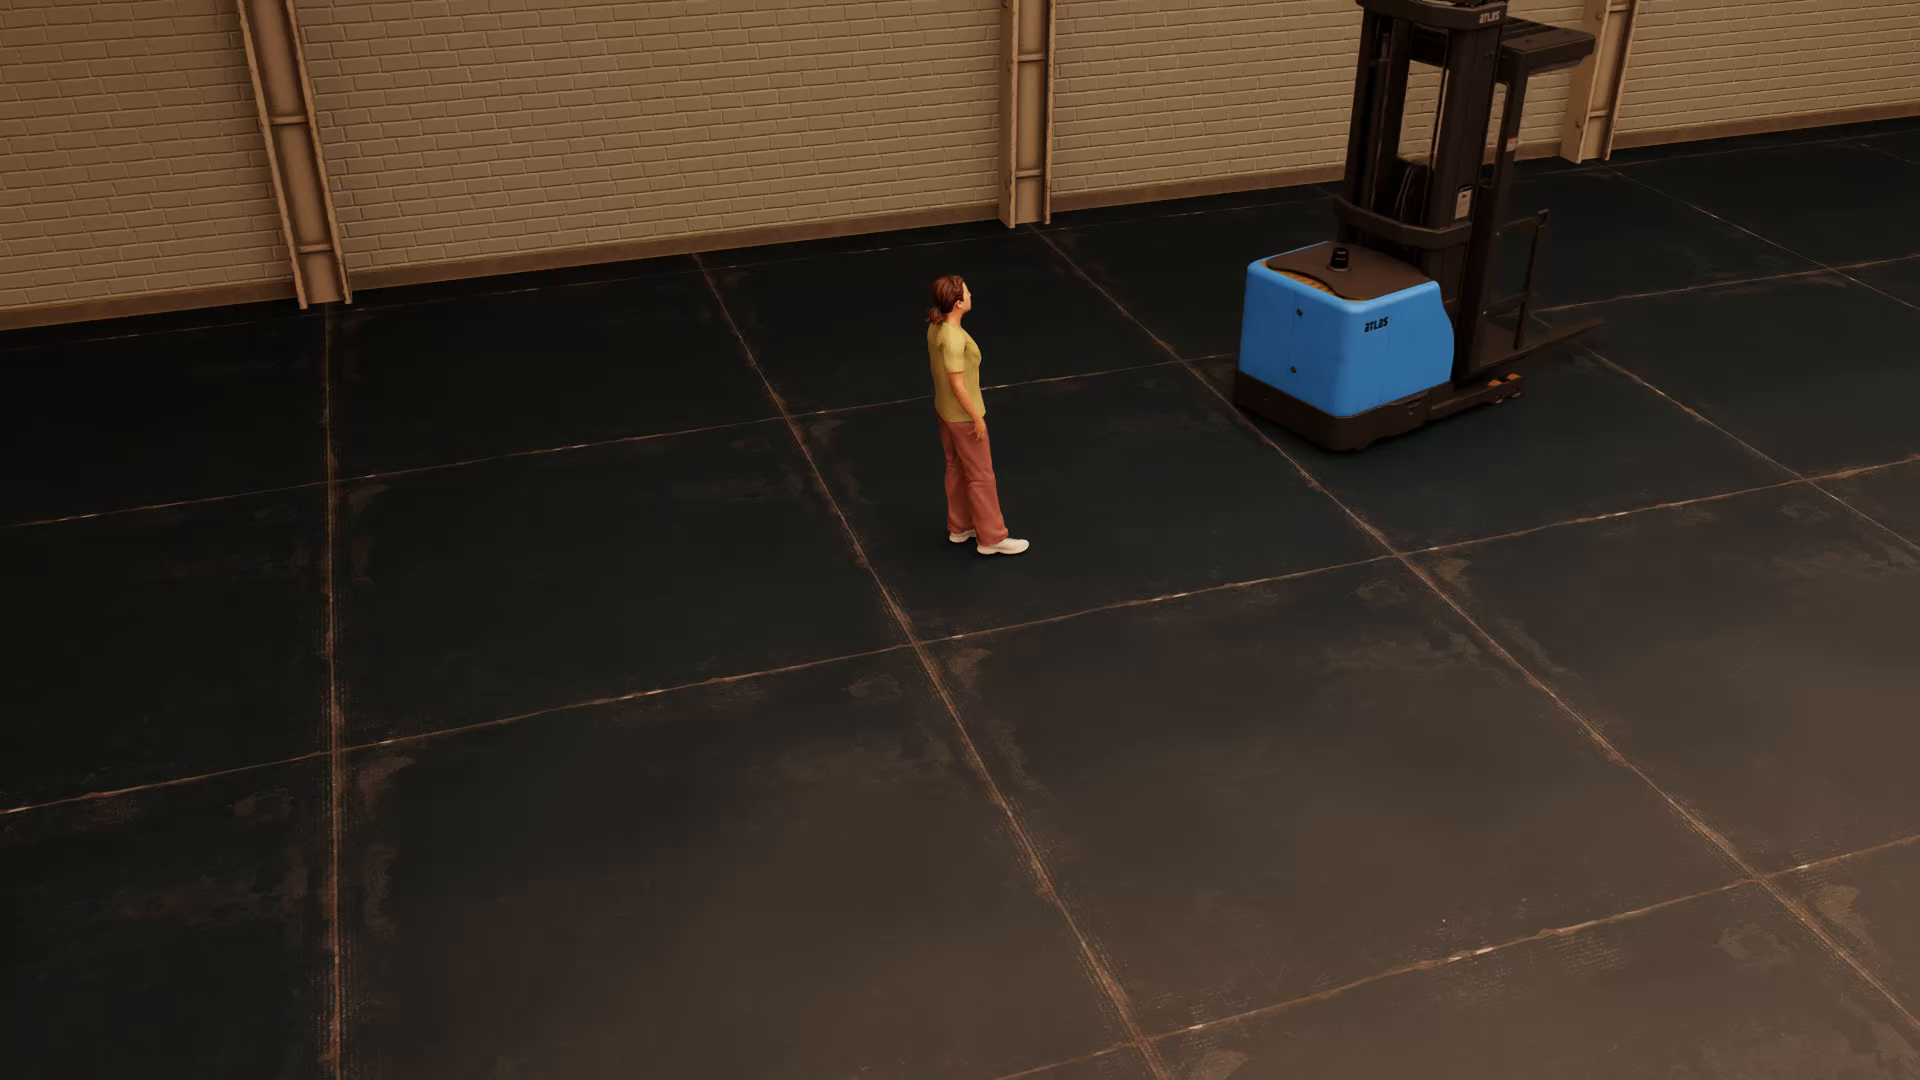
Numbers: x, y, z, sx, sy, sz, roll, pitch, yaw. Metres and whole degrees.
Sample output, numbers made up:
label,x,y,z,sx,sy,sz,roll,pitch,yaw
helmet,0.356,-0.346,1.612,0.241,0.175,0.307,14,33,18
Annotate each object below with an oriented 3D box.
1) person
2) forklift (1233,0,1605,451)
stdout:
label,x,y,z,sx,sy,sz,roll,pitch,yaw
person,0.073,-0.739,9.615,0.549,1.675,0.553,-10,31,-16
forklift,3.400,-2.421,11.294,3.031,2.935,1.130,-19,35,-30
